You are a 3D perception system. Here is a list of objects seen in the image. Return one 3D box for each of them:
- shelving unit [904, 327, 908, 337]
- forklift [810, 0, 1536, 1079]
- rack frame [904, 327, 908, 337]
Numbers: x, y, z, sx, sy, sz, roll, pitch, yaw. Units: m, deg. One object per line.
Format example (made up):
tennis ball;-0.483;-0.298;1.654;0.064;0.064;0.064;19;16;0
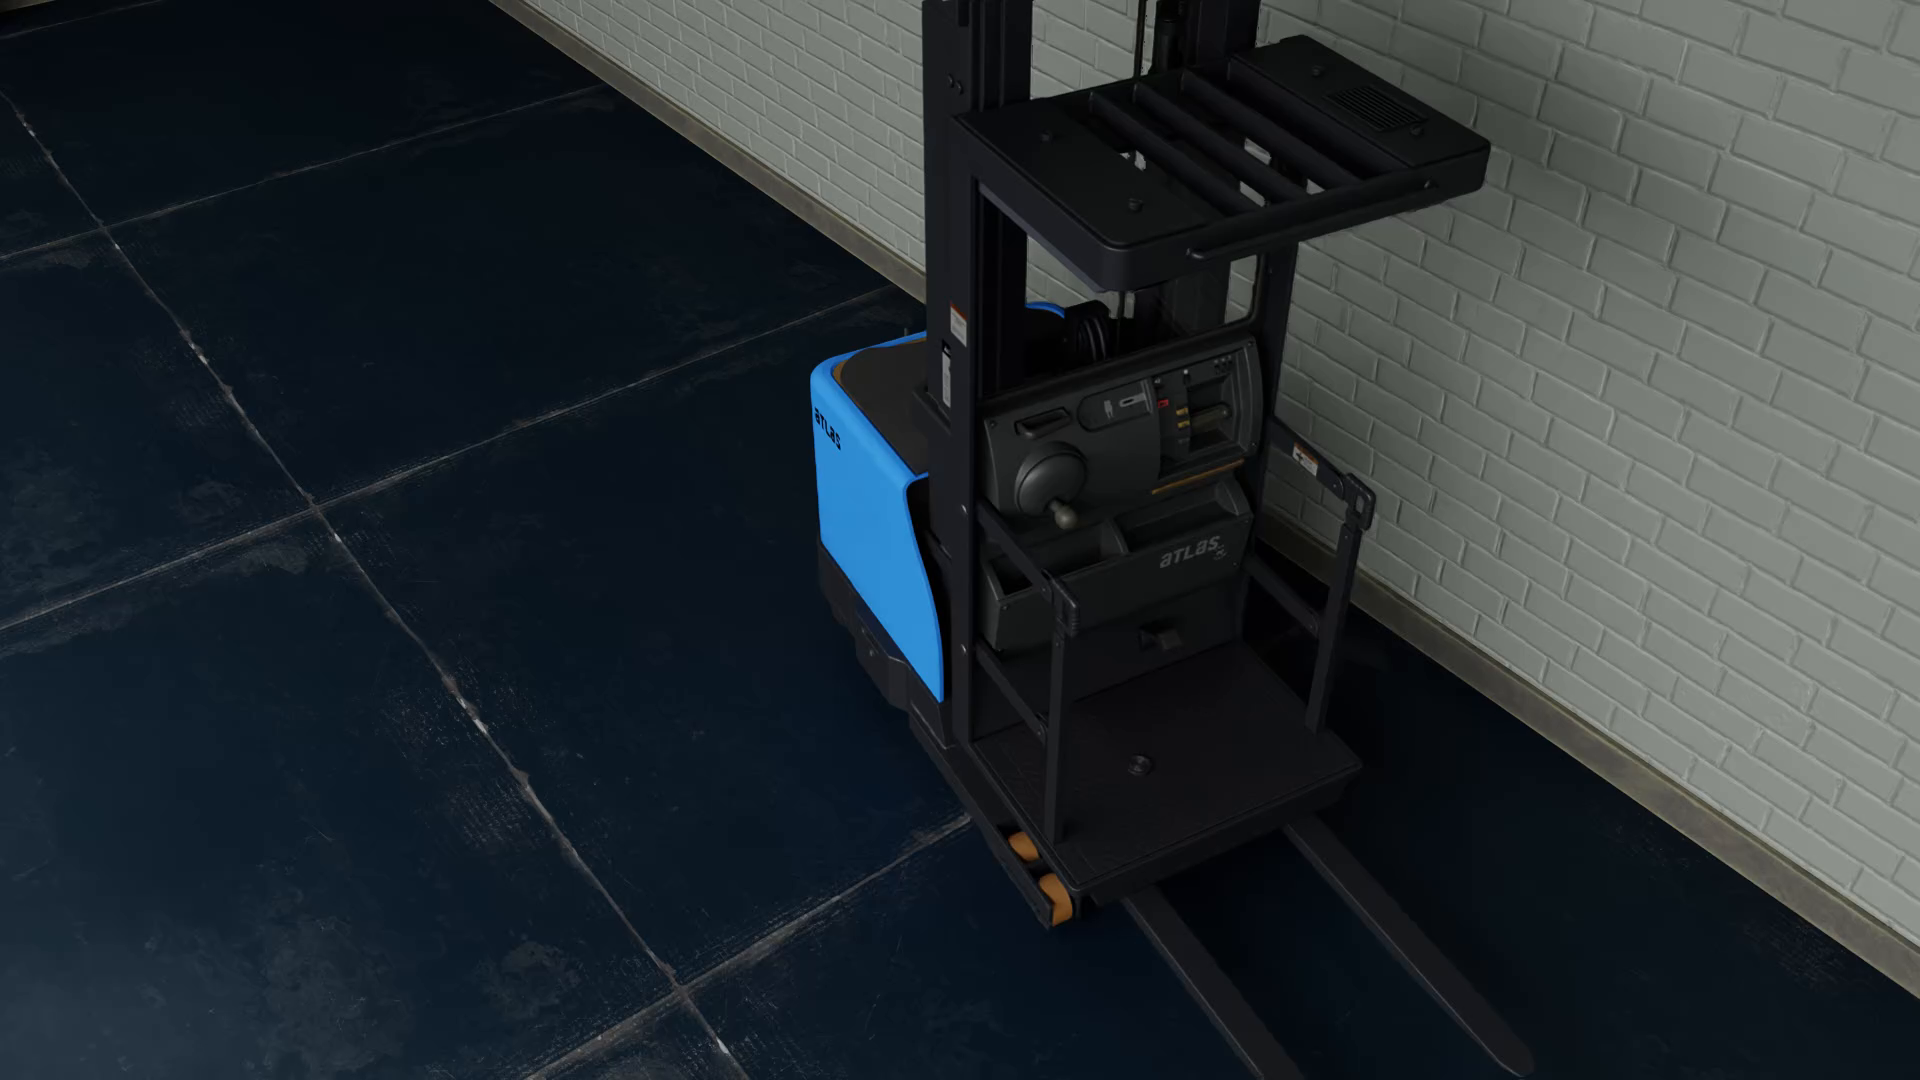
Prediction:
shelving unit;-0.063;-0.427;6.561;0.210;0.900;0.258;-20;43;-22
forklift;0.595;-0.243;4.735;1.130;2.935;3.031;-19;43;-21
rack frame;-0.152;-0.396;6.523;0.006;0.900;0.240;-20;43;-22
